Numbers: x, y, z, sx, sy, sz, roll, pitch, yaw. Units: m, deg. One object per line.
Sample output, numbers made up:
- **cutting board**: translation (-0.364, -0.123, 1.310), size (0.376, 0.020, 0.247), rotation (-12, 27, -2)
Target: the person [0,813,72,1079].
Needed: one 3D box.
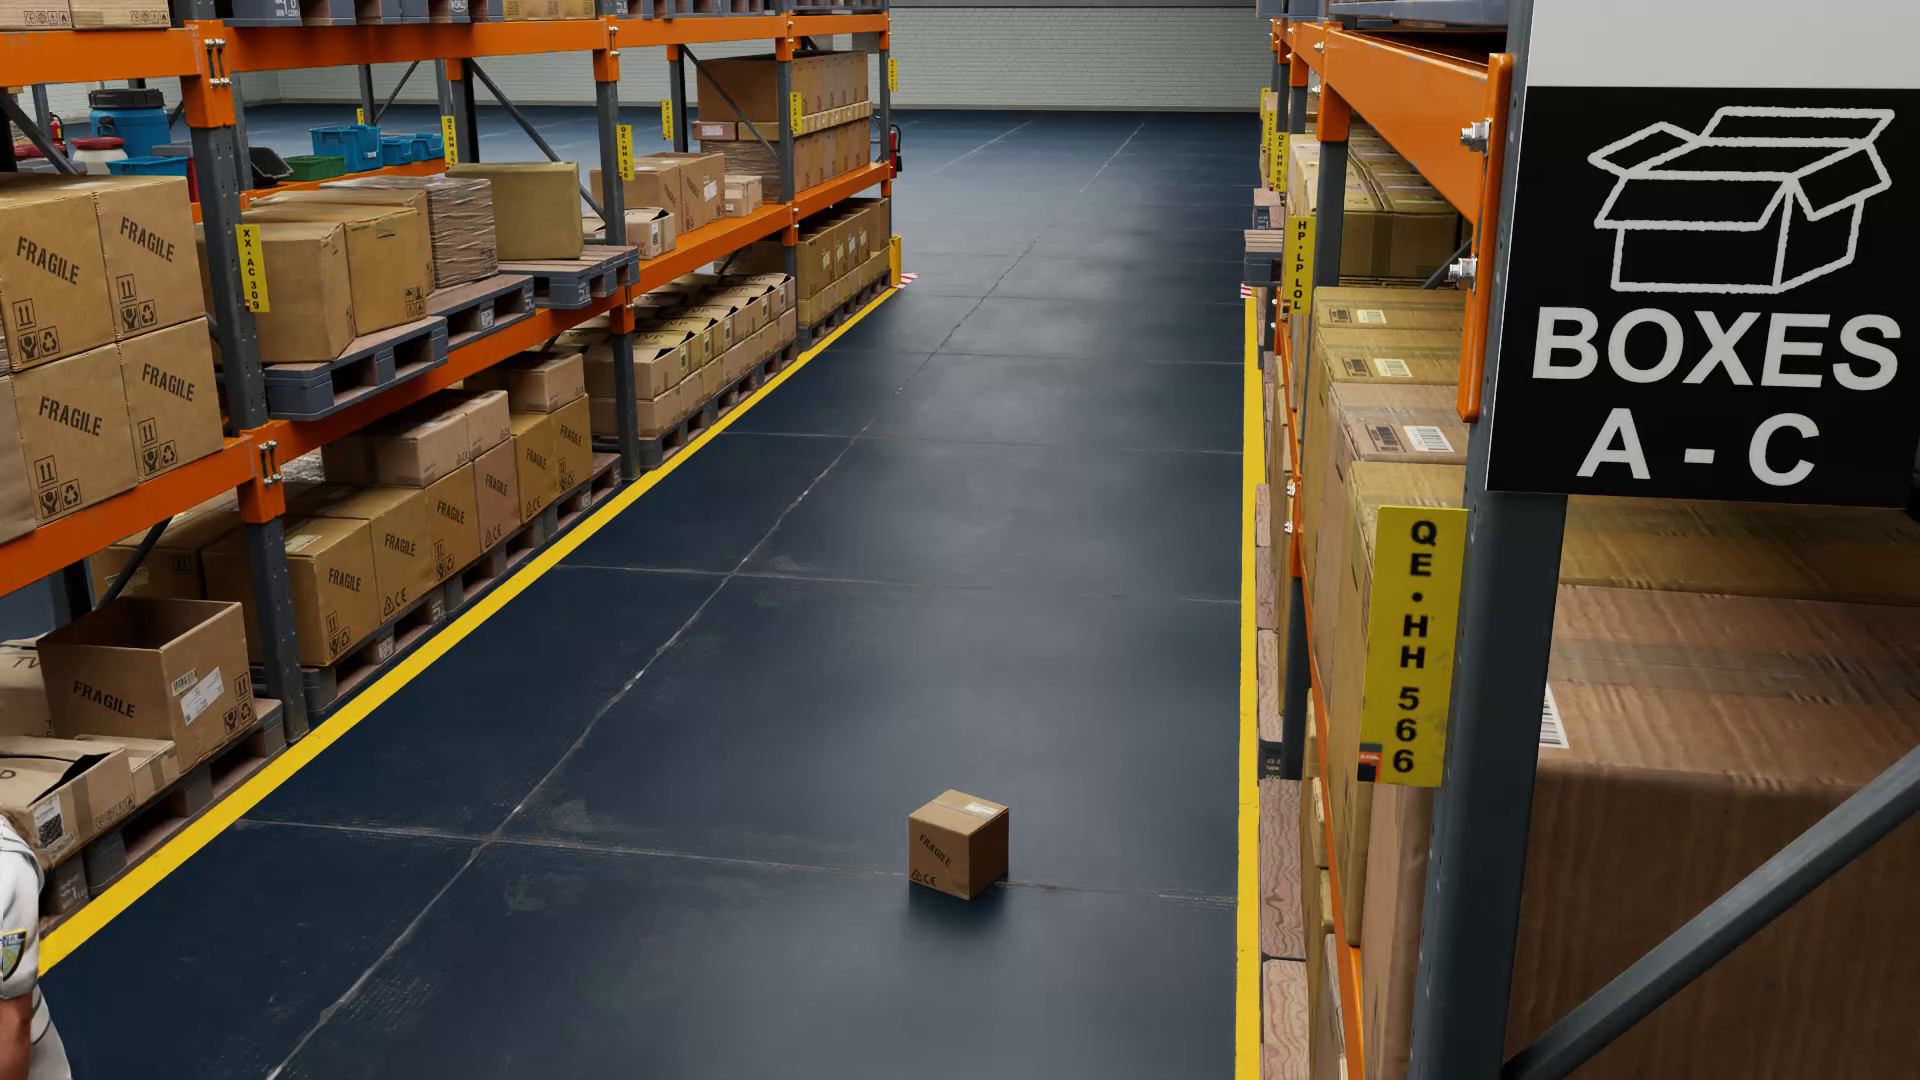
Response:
- **person**: translation (-1.907, 1.058, 3.174), size (0.532, 1.740, 0.871), rotation (10, 20, 29)
